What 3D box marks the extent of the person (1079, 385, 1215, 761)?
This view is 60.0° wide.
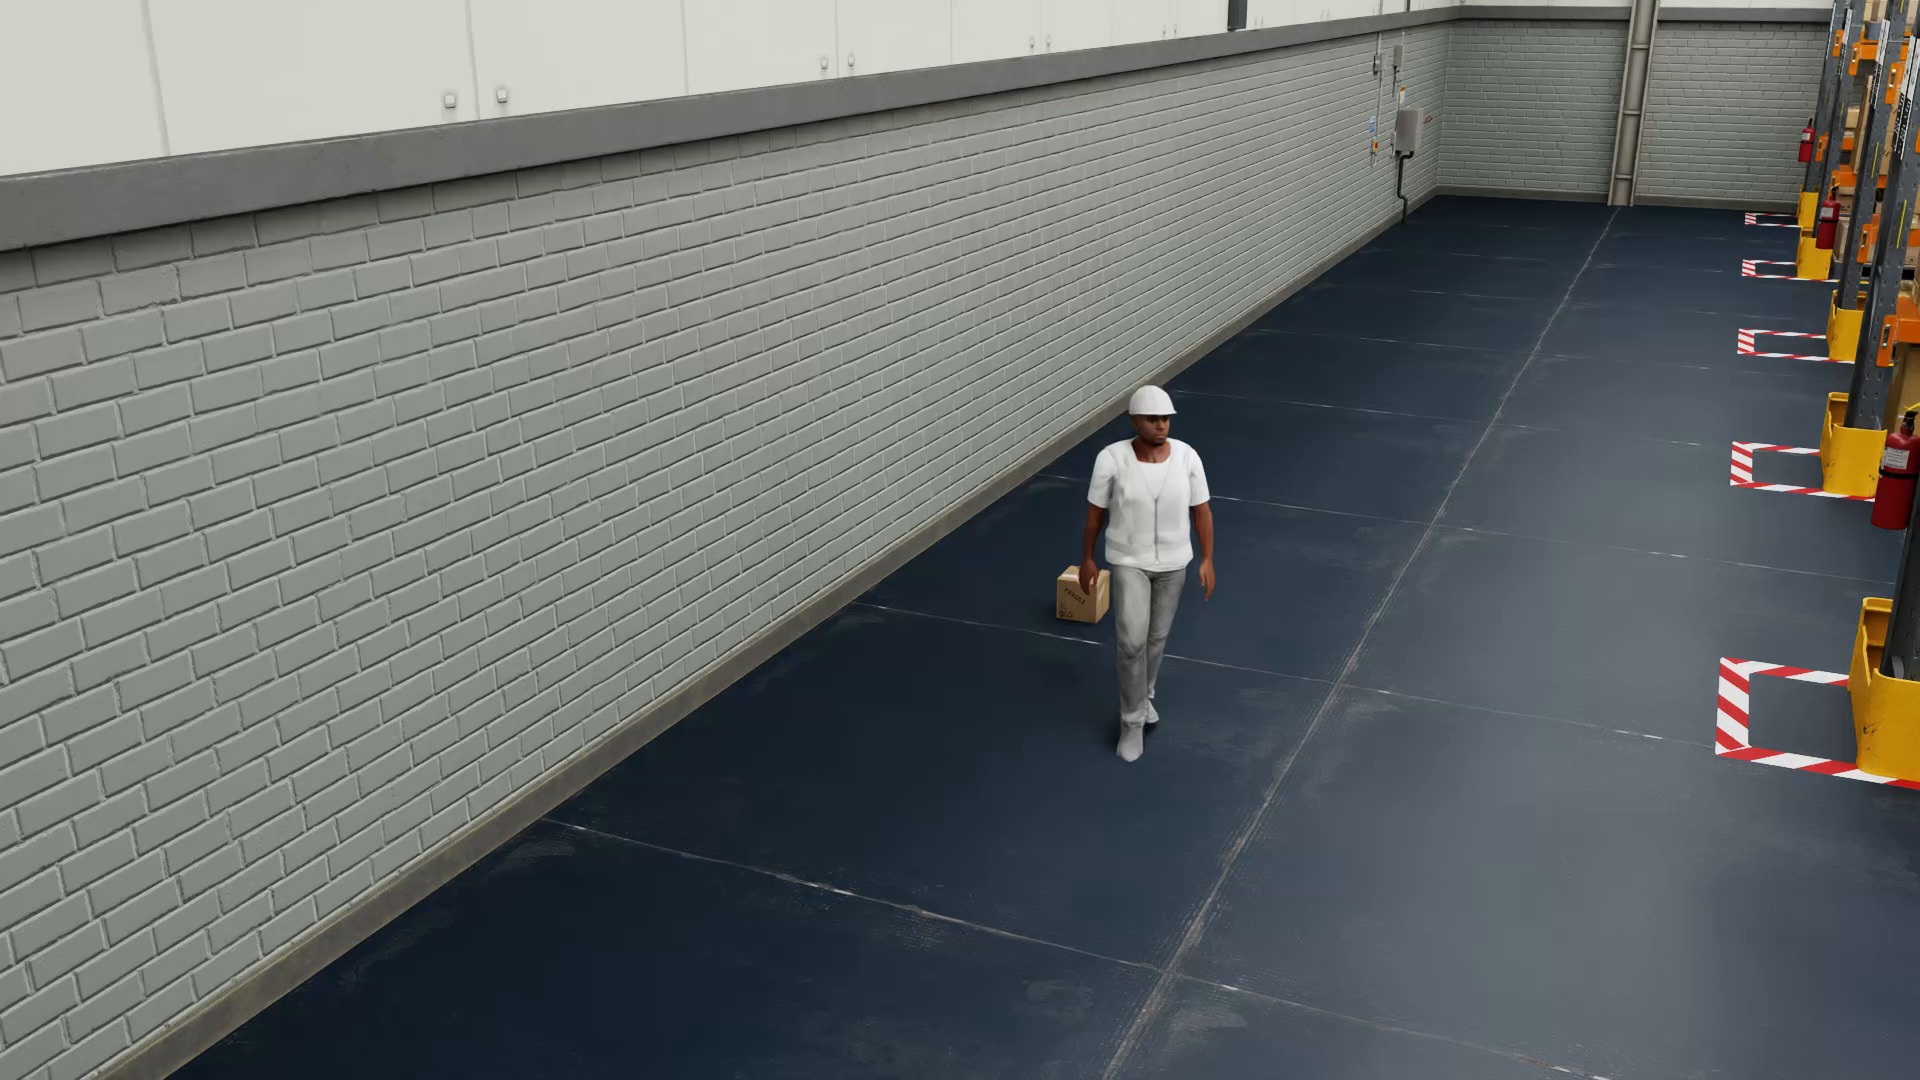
[{"bbox_3d":[0.923,0.152,8.118,0.623,1.825,0.595,-4,19,-10],"label":"person"}]
